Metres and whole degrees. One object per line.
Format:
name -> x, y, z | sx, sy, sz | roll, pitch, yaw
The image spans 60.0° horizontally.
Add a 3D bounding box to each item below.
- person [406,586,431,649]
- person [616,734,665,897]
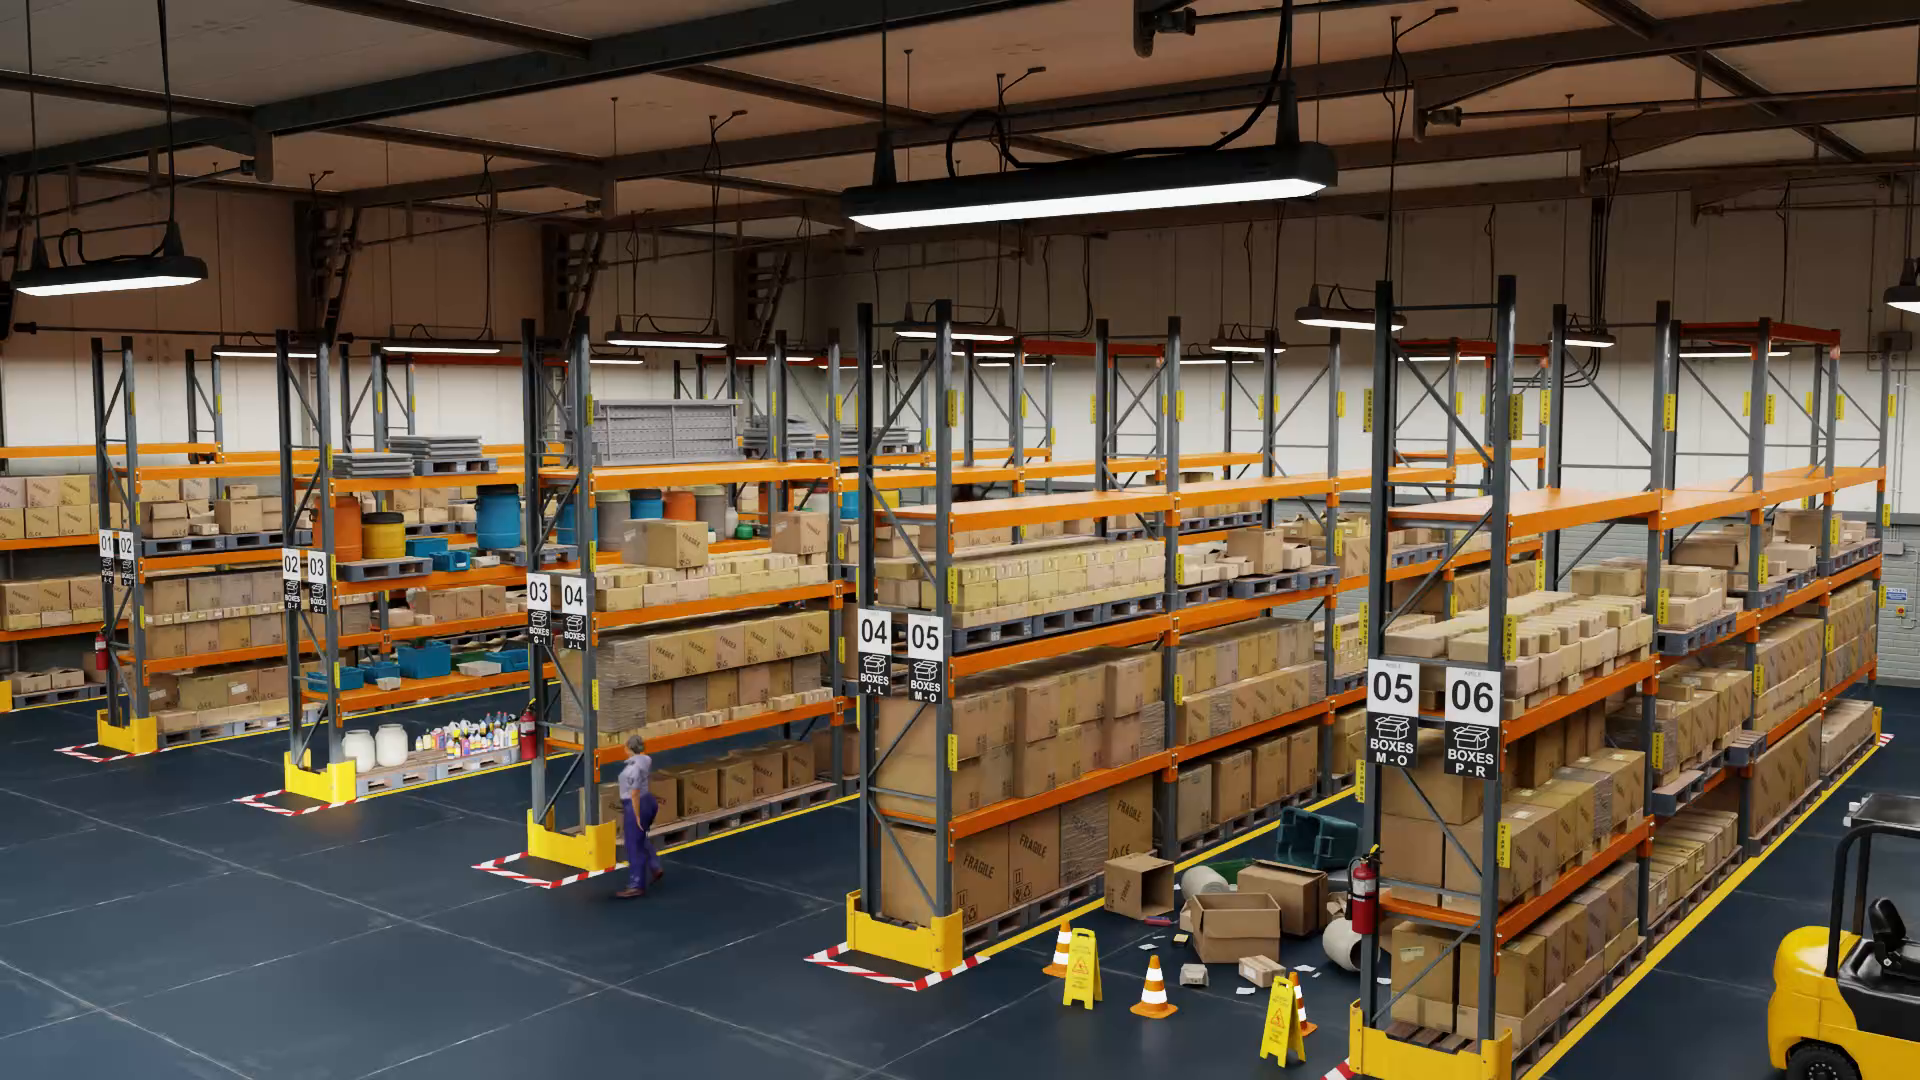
person -> -10.418, 1.479, 31.927 | 0.497, 1.785, 0.539 | -1, 5, -13
person -> -3.322, 2.834, 17.273 | 0.410, 1.663, 0.592 | 1, 5, 9
